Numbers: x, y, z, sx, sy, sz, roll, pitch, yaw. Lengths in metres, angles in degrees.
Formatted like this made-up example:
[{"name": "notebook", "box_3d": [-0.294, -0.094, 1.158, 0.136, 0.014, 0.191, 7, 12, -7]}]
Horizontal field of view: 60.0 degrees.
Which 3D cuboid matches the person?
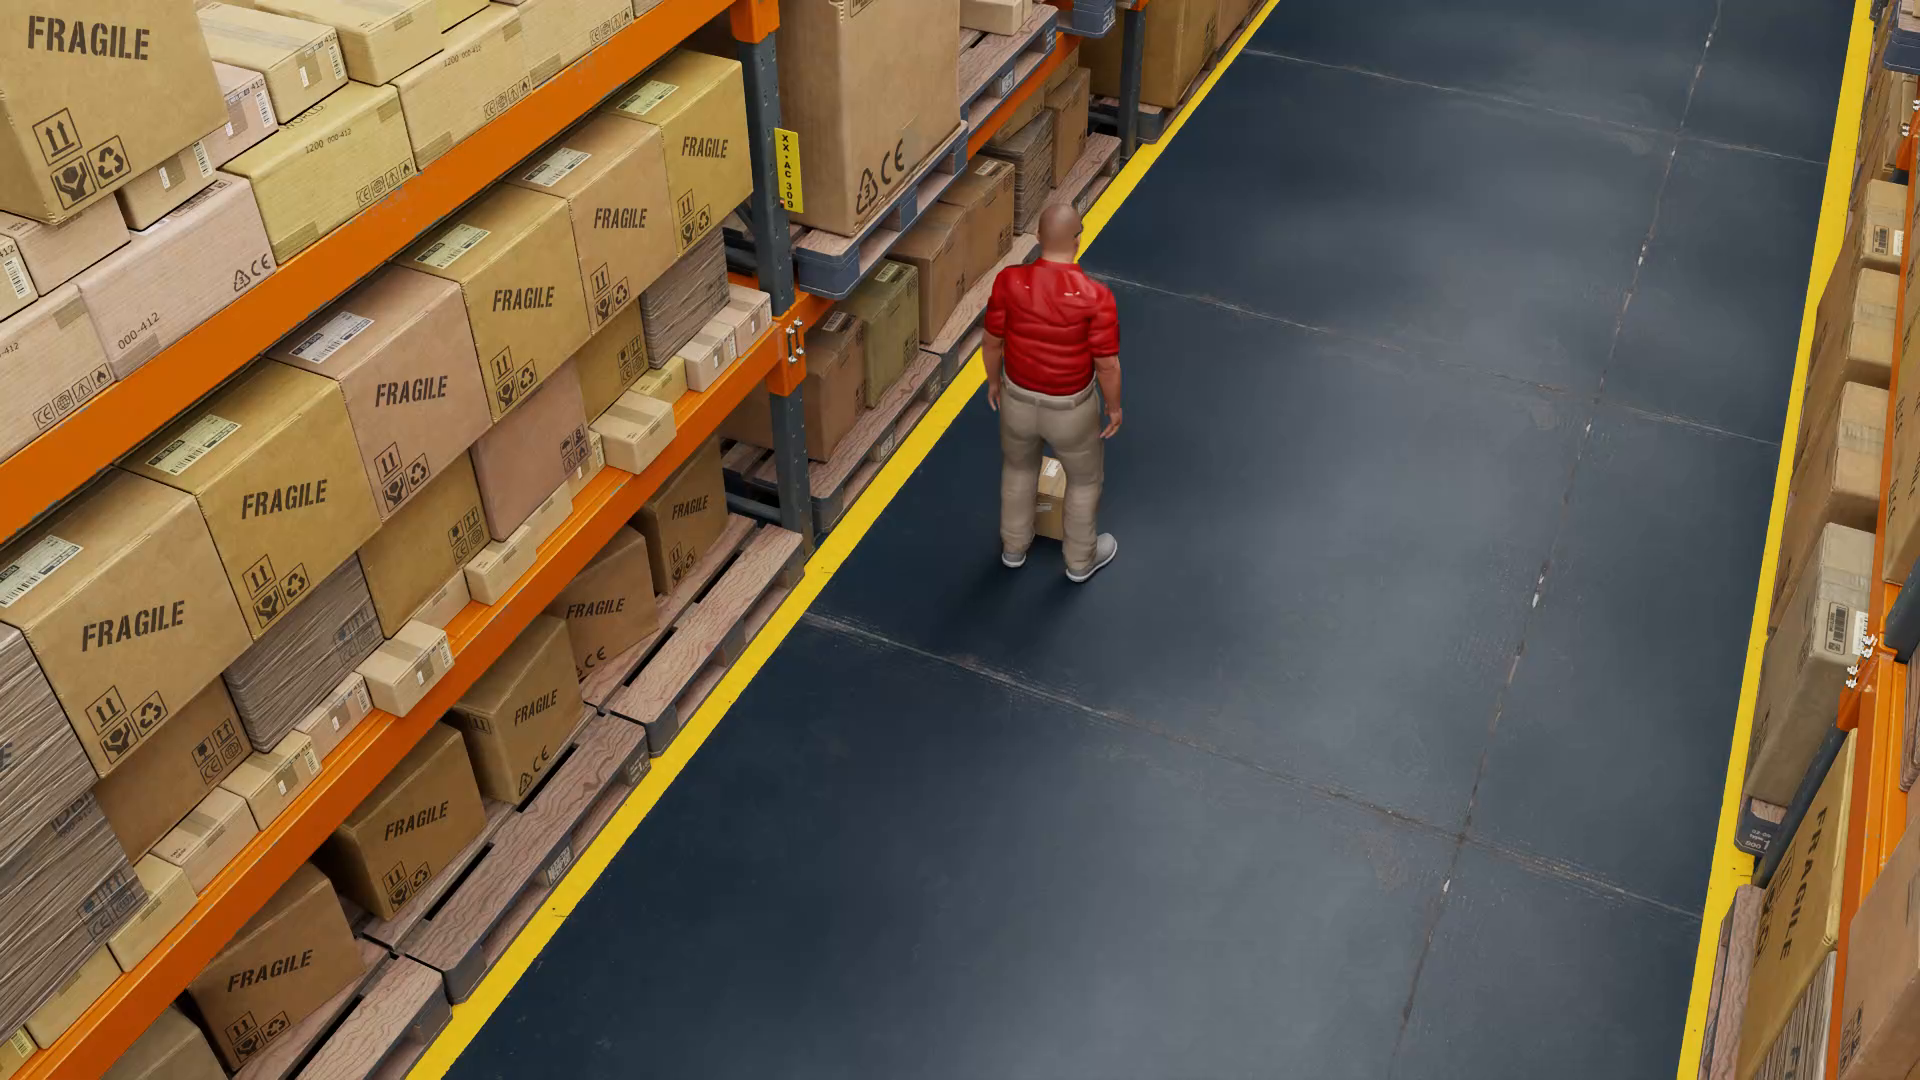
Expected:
[{"name": "person", "box_3d": [0.378, -0.576, 6.815, 0.585, 1.727, 0.394, 15, 44, 16]}]
